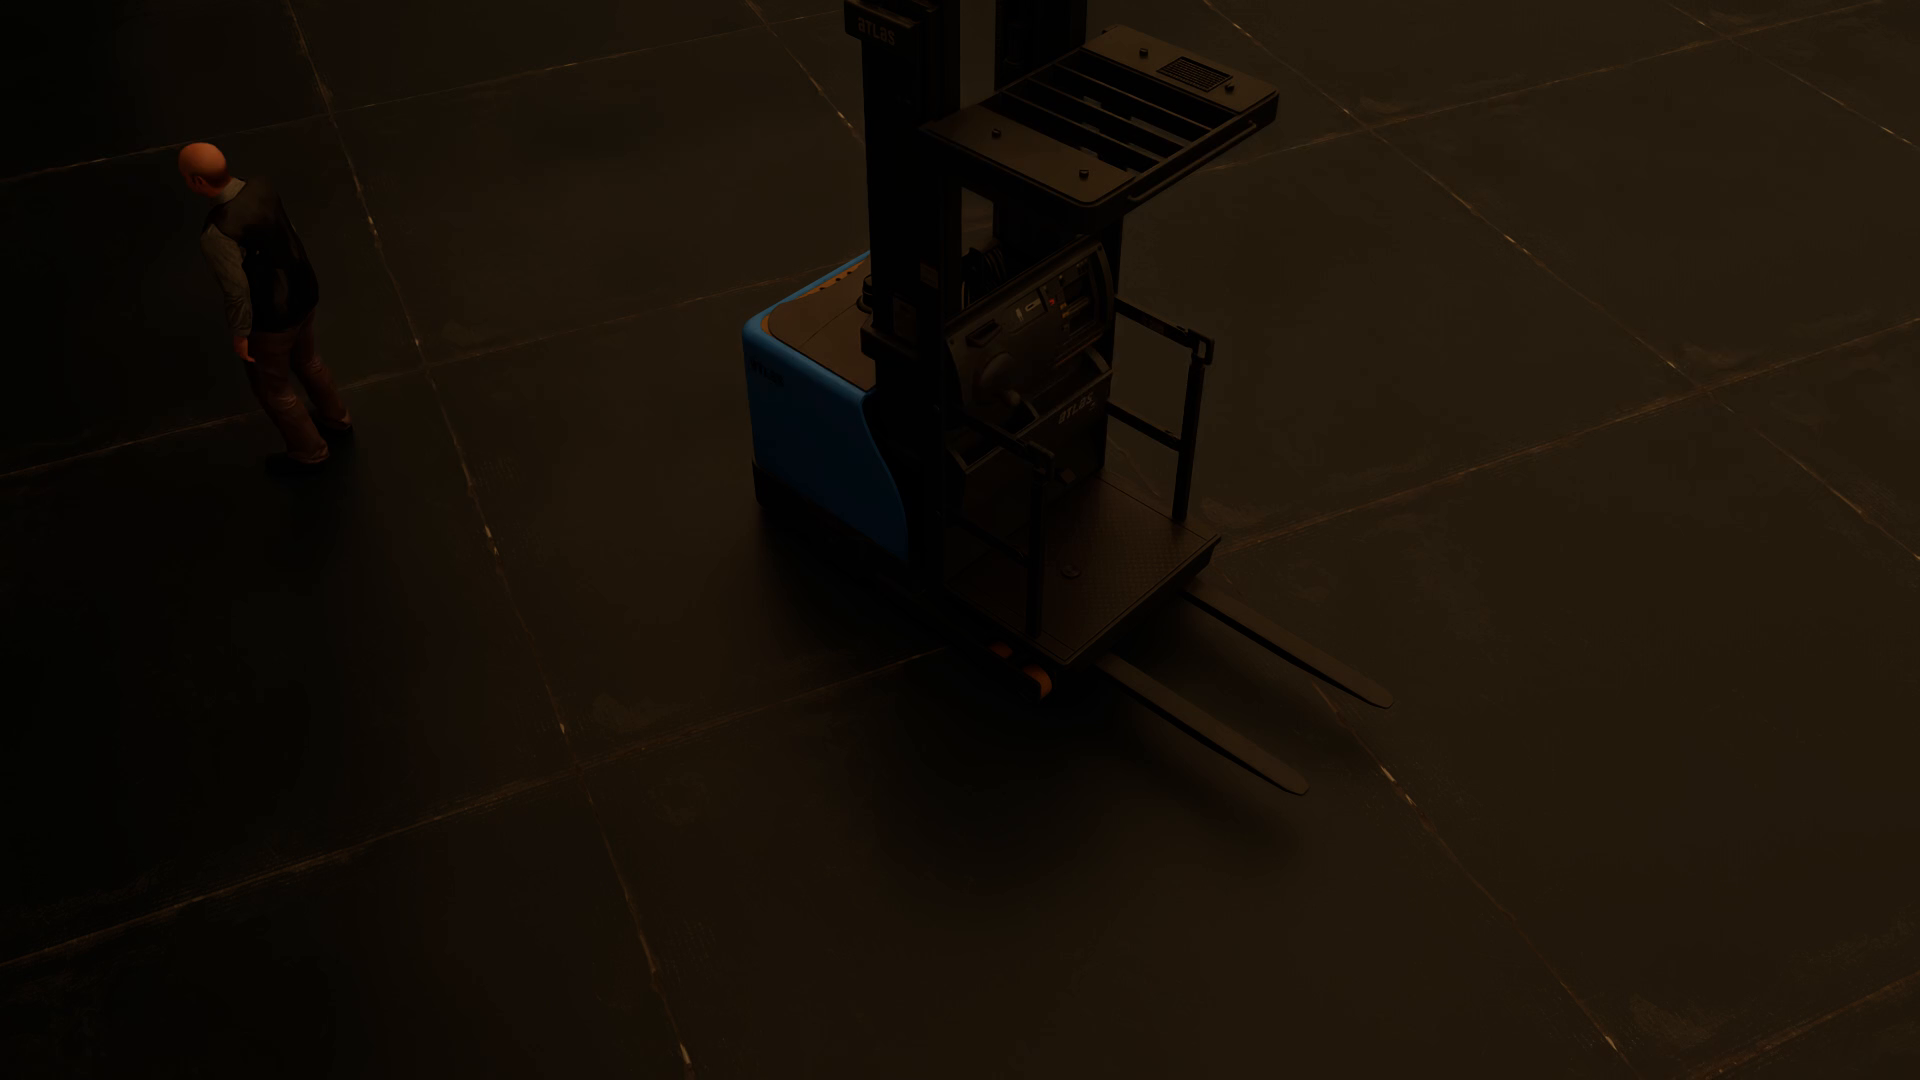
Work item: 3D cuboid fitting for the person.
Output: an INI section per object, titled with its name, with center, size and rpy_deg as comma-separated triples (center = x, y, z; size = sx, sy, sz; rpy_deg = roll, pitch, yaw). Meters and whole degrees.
[person]
center = -3.193, -1.062, 7.708
size = 0.426, 1.719, 0.582
rpy_deg = 7, 43, 7

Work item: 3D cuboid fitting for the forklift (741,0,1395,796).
[forklift]
center = 0.445, -0.788, 6.525
size = 3.031, 2.935, 1.130
rpy_deg = 32, 52, 30
